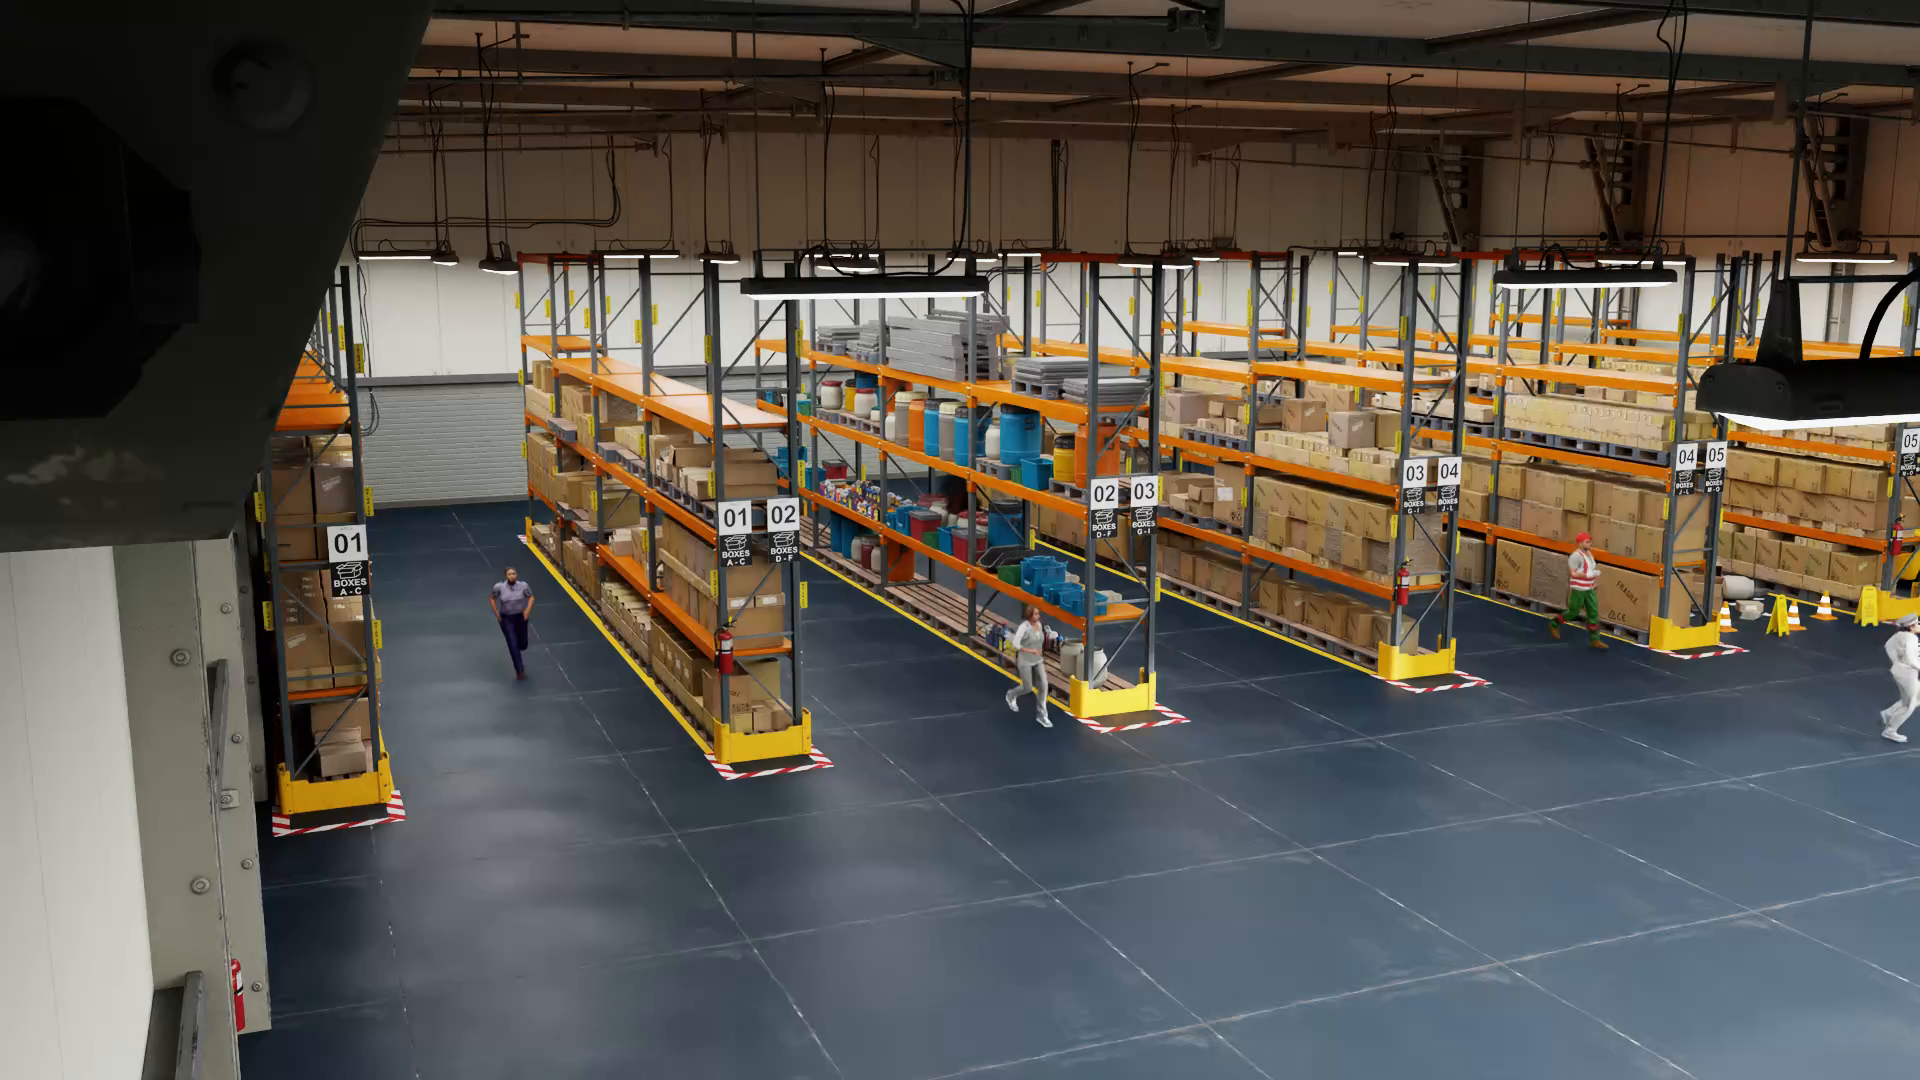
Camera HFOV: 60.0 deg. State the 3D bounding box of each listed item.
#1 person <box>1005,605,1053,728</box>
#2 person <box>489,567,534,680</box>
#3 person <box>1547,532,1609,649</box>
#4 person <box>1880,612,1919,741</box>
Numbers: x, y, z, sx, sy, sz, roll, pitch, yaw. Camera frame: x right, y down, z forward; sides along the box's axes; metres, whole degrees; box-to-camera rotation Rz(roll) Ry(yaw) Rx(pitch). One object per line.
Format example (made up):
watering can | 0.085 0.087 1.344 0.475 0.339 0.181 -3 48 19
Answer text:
person | 0.901 1.624 21.818 0.576 1.601 0.823 -9 13 -39
person | -6.517 1.173 24.234 0.631 1.635 0.789 -5 11 -23
person | 9.653 0.755 25.833 0.666 1.763 0.985 -8 13 -37
person | 11.994 1.721 20.999 0.526 1.667 0.667 3 11 16
